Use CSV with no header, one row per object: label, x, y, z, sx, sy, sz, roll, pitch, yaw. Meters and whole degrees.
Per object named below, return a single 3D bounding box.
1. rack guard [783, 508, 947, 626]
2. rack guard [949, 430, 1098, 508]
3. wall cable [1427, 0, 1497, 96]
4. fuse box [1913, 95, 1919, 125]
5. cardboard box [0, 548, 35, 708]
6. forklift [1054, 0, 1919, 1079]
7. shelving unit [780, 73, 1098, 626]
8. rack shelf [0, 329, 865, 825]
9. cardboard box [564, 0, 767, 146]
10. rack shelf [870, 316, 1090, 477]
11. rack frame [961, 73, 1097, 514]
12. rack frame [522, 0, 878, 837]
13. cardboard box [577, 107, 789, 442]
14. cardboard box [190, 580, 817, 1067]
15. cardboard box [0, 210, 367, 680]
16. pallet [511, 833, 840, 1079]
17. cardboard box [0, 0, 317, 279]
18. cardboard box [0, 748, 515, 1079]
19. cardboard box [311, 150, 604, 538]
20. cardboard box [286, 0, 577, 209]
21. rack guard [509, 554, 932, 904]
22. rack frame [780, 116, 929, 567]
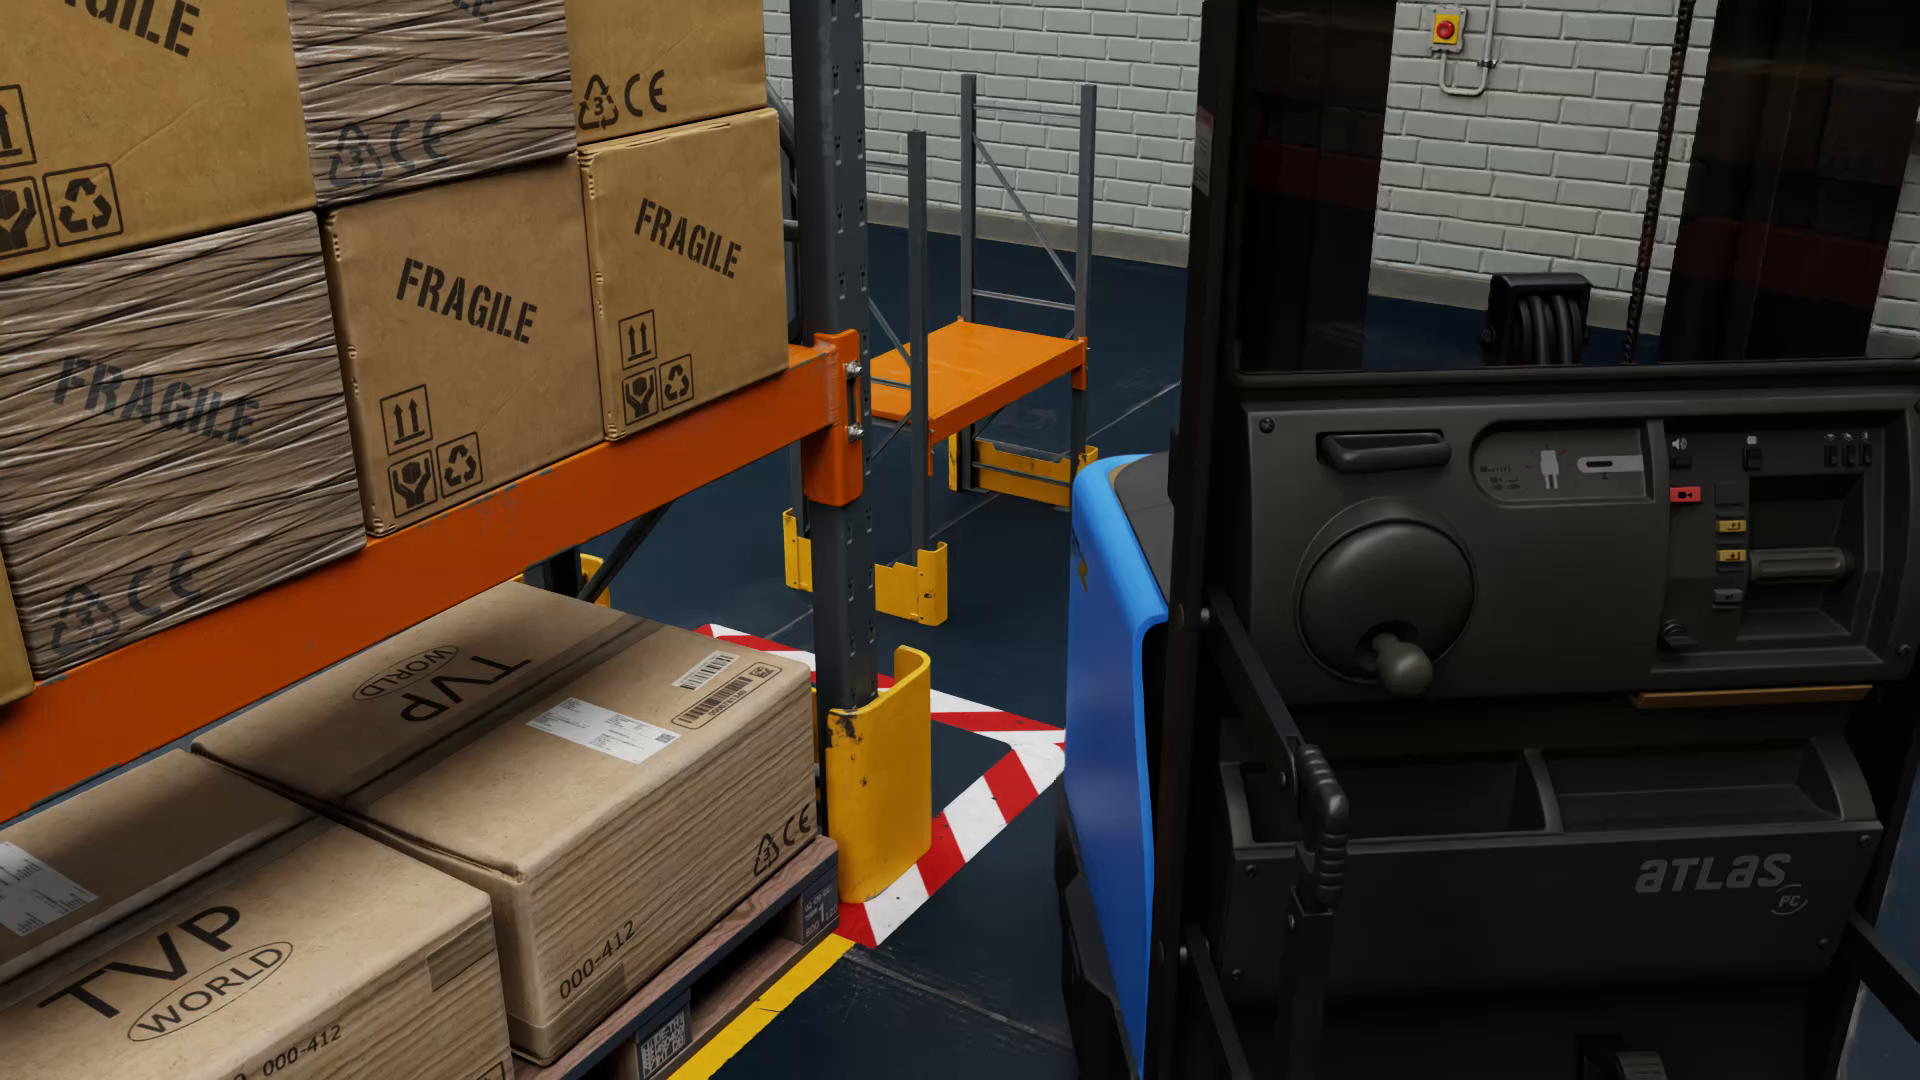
rack guard,-0.303,0.079,5.253,0.587,0.250,0.087,14,27,29
rack guard,0.222,-0.257,6.029,0.587,0.250,0.087,14,27,29
wall cable,2.311,-3.092,7.798,0.585,1.953,0.123,14,27,29
fuse box,4.019,-1.531,7.132,0.539,1.711,0.414,14,27,29
cardboard box,-1.475,-0.012,1.876,0.500,0.500,0.500,15,27,30
forklift,0.854,0.029,1.993,1.130,2.935,3.031,-2,23,-4
shelving unit,-0.040,-0.663,5.393,0.587,1.500,1.083,14,27,29
rack shelf,-1.699,0.302,2.182,1.077,0.370,4.000,14,27,29
cardboard box,-0.696,-0.995,2.889,0.500,0.500,0.500,15,28,31
rack shelf,-0.045,-0.494,5.457,0.538,0.185,1.000,14,27,29
rack frame,0.223,-0.831,5.782,0.500,1.500,0.032,14,27,29
rack frame,-0.644,-0.703,3.599,1.000,3.000,0.127,14,27,29
cardboard box,-0.673,-0.531,3.075,0.500,0.500,0.500,14,27,29
cardboard box,-0.907,0.524,3.461,0.875,0.438,0.875,13,27,27
cardboard box,-1.214,-0.189,2.285,0.500,0.500,0.500,15,27,30
pallet,-0.999,0.863,3.491,1.003,0.211,1.213,14,27,29
cardboard box,-1.210,-0.647,2.083,0.500,0.500,0.500,14,27,29
cardboard box,-1.383,0.834,2.744,0.875,0.438,0.875,15,27,30
cardboard box,-0.951,-0.365,2.691,0.500,0.500,0.500,13,27,28
cardboard box,-0.946,-0.813,2.467,0.500,0.500,0.500,14,27,29
rack guard,-0.631,0.436,4.114,1.175,0.500,0.348,14,27,29
rack frame,-0.313,-0.488,4.989,0.500,1.500,0.032,14,27,29
